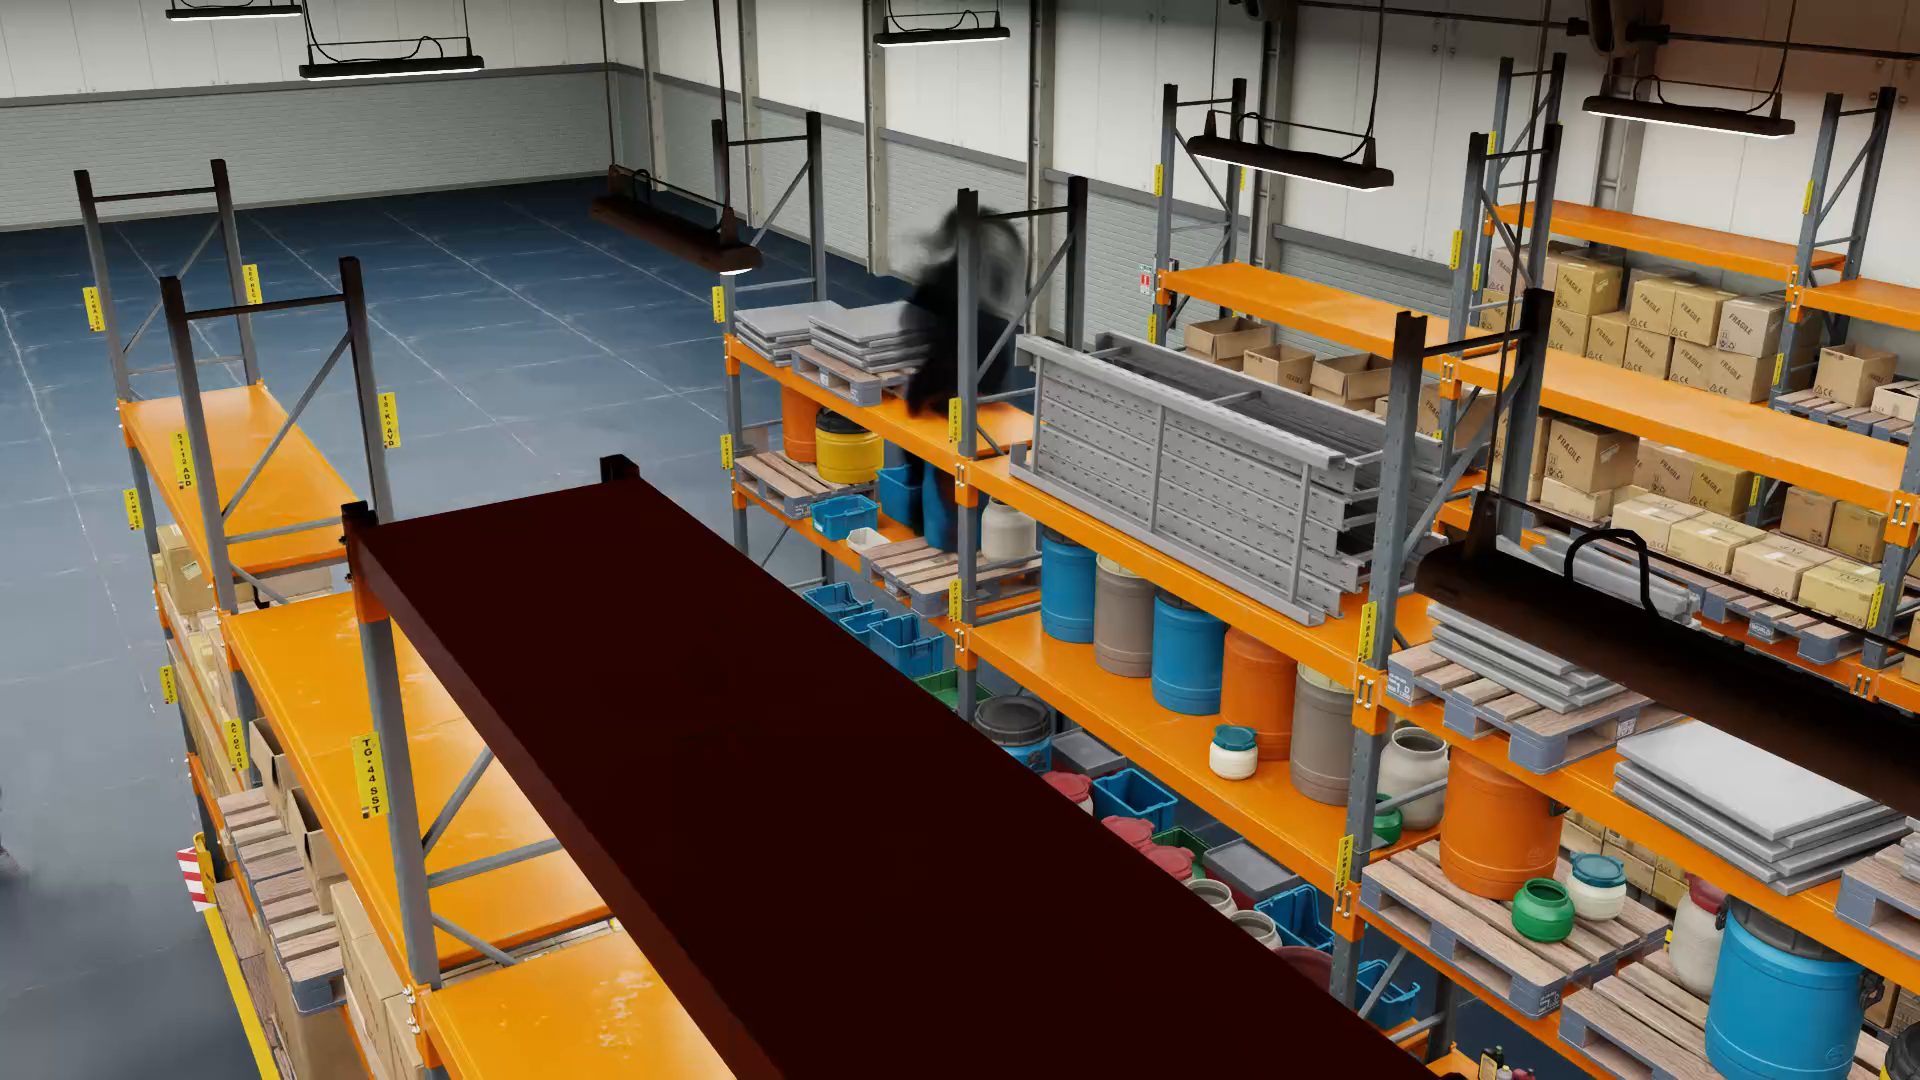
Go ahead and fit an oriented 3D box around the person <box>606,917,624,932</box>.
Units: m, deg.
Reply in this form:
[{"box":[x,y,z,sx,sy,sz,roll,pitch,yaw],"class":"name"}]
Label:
[{"box":[-2.205,3.027,11.558,0.702,1.726,0.598,-11,24,-25],"class":"person"}]
